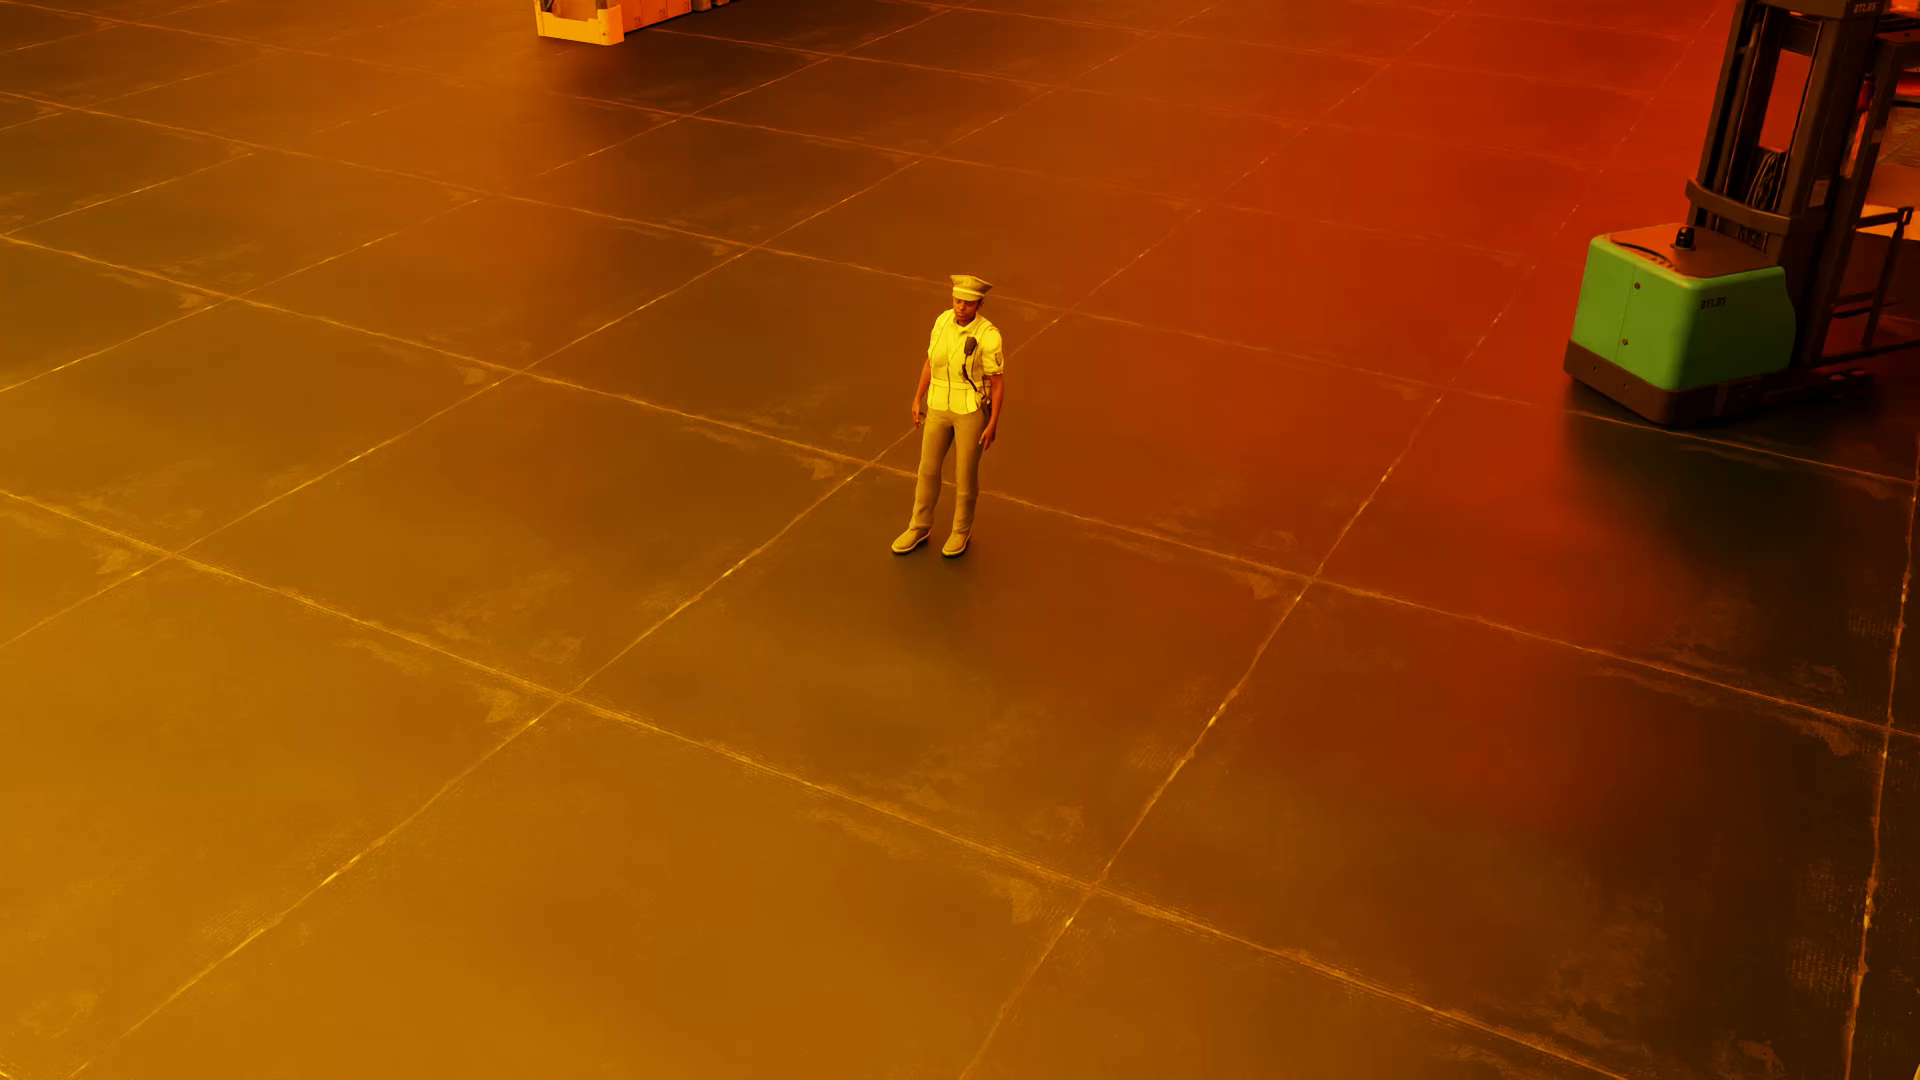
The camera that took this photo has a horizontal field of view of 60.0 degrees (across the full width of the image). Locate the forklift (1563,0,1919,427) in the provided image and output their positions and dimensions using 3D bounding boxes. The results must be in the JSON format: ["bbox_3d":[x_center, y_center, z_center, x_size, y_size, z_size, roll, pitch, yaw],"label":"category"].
[{"bbox_3d":[5.913,-2.500,11.402,3.031,2.935,1.130,-12,32,-19],"label":"forklift"}]

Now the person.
[{"bbox_3d":[-0.054,-0.711,9.528,0.569,1.692,0.530,15,33,25],"label":"person"}]
